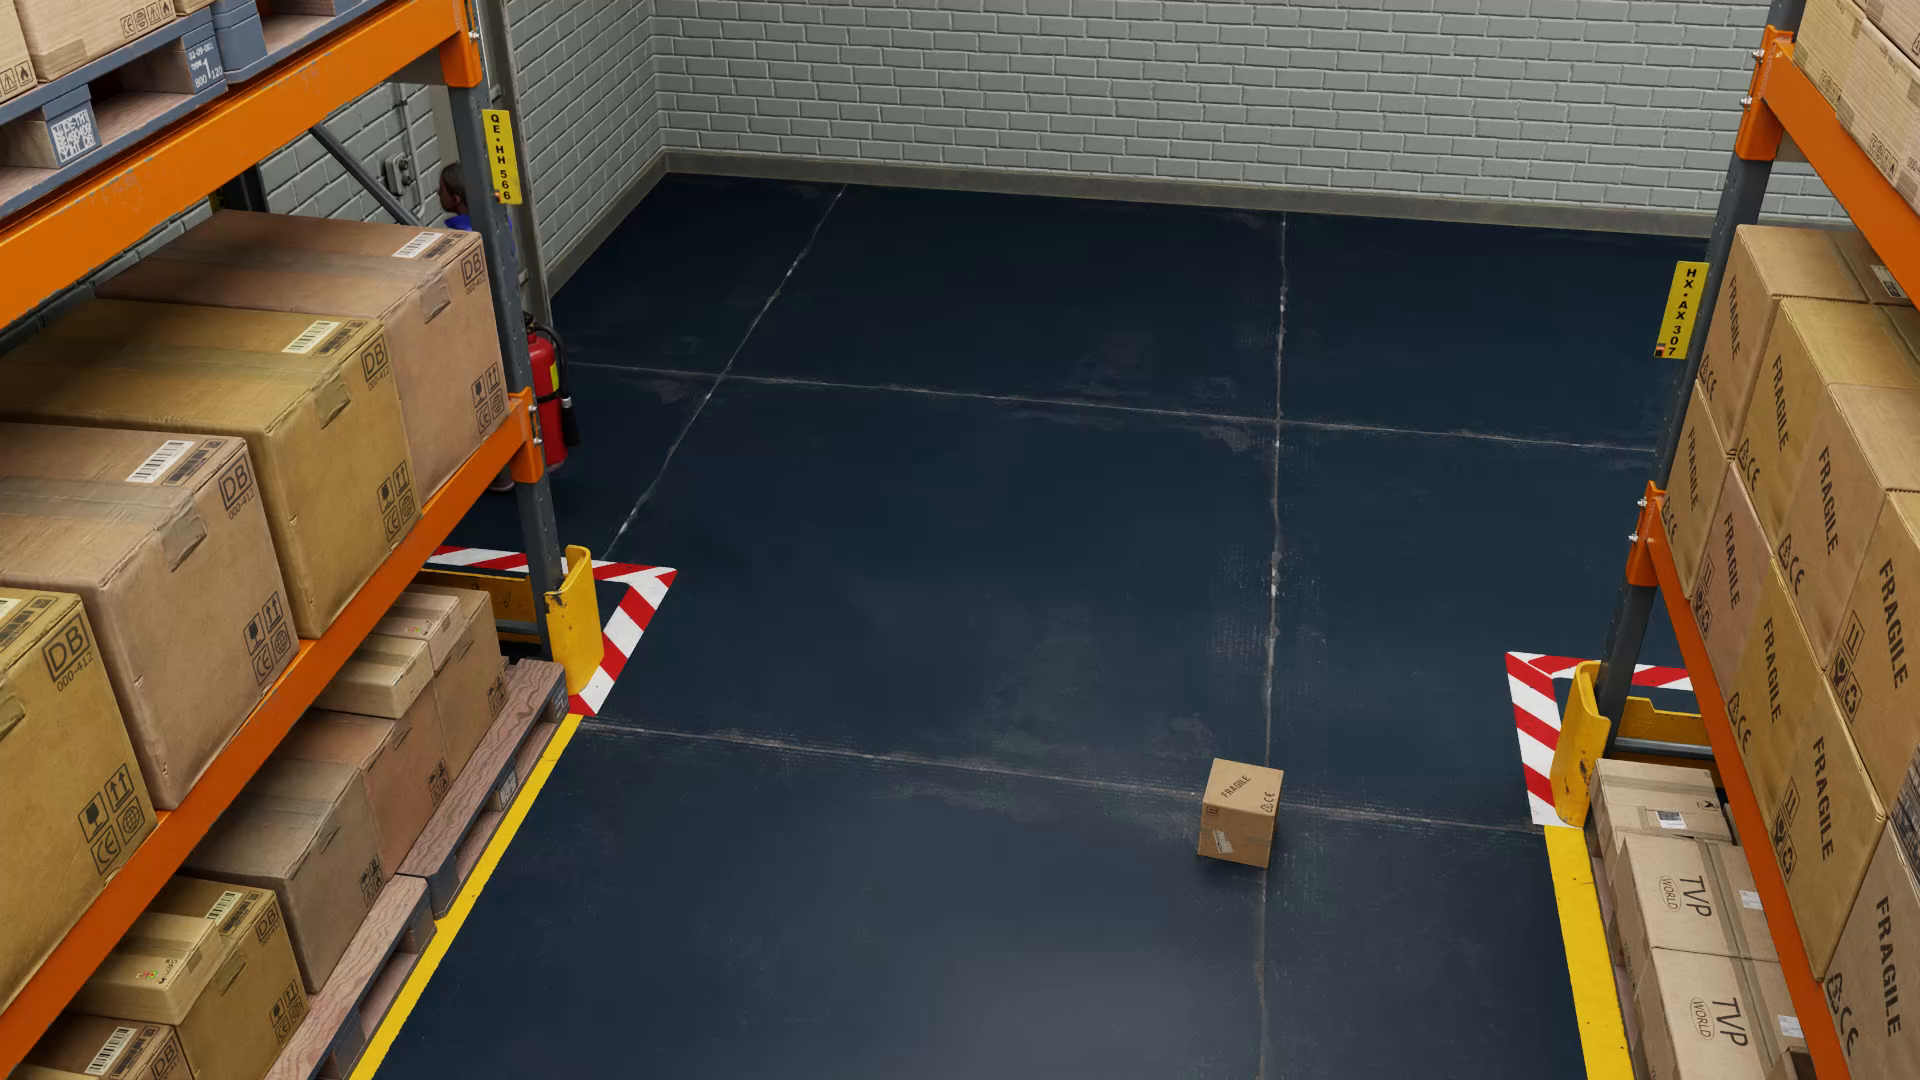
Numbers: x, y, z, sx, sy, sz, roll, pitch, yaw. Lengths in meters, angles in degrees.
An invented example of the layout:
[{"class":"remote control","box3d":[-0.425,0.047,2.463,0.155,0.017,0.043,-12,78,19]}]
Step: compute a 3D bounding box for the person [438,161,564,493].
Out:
[{"class":"person","box3d":[-2.160,-0.937,7.579,0.561,1.644,0.480,13,35,19]}]
